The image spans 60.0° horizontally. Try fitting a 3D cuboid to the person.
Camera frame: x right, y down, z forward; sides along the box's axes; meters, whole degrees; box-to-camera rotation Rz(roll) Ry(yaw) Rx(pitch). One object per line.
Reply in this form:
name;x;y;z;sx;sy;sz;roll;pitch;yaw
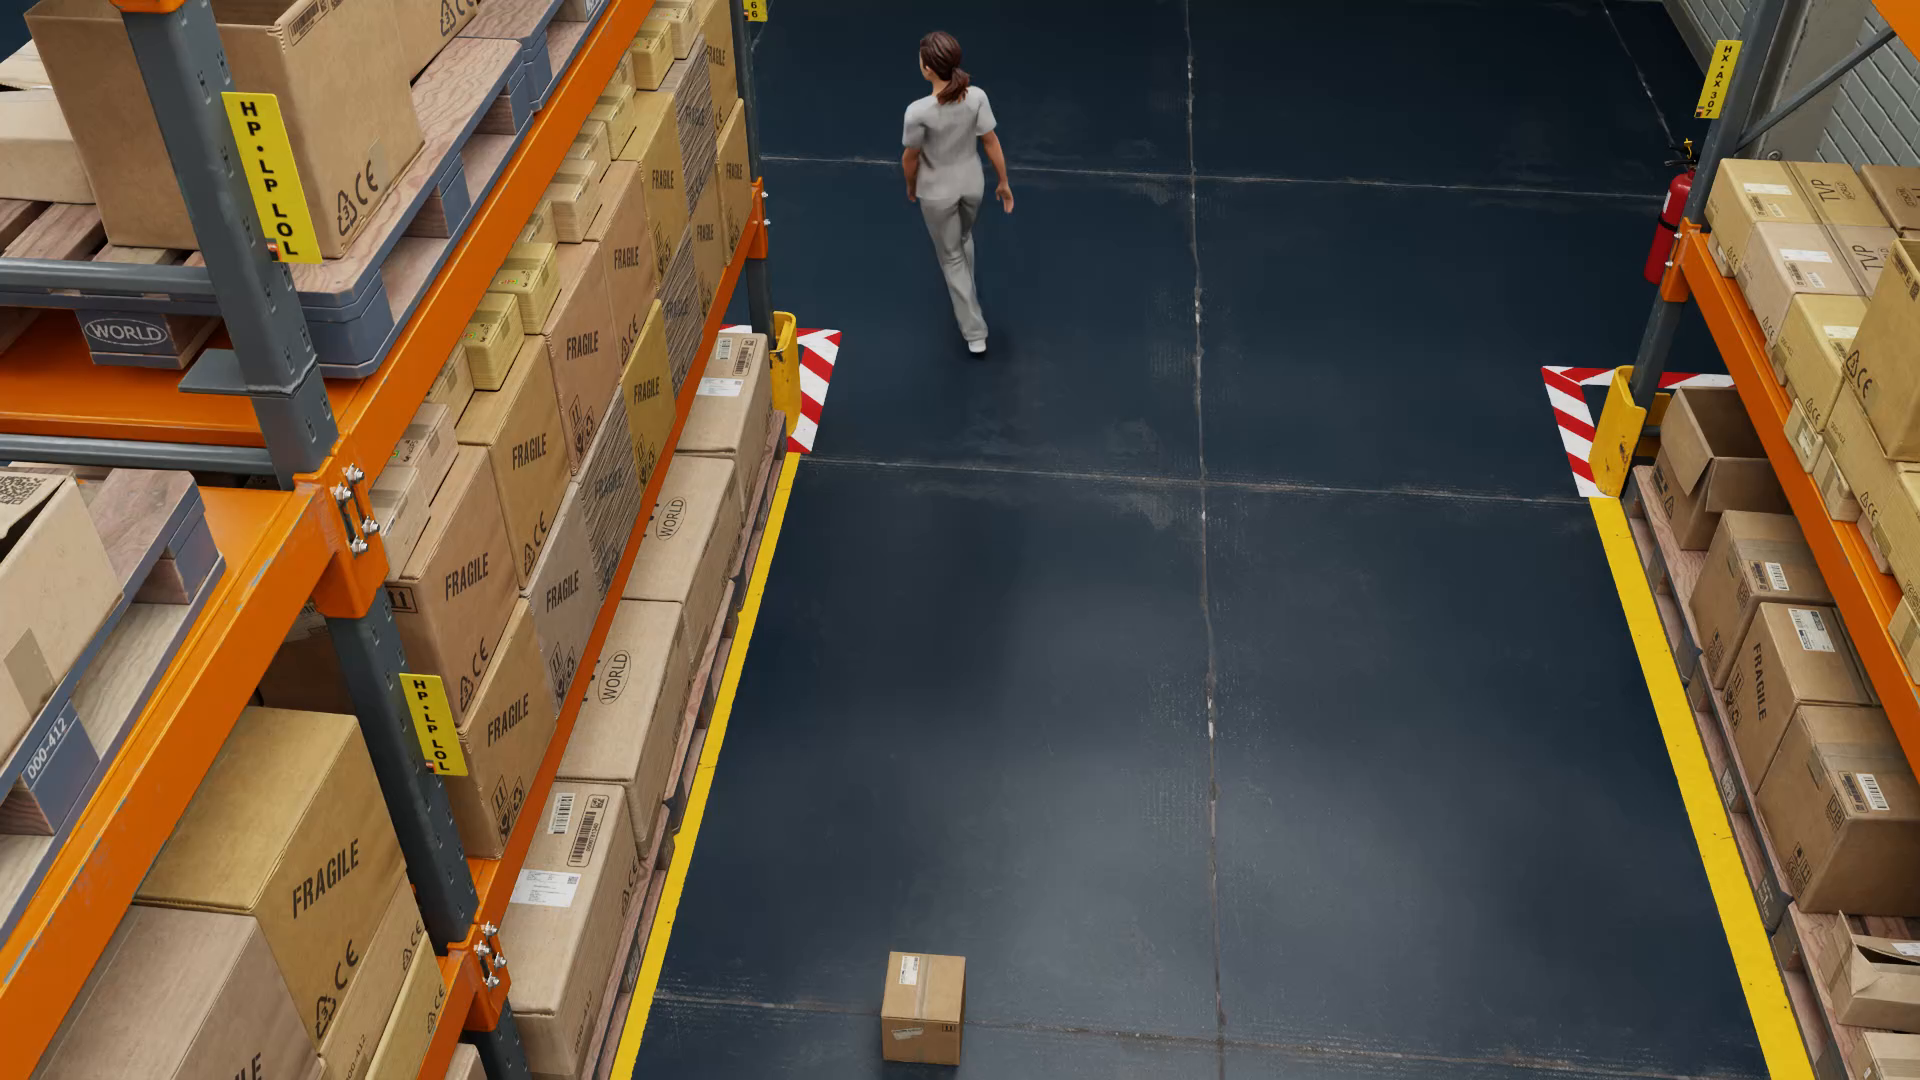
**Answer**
person;-0.056;-1.716;8.213;0.529;1.717;0.619;-18;43;-20
